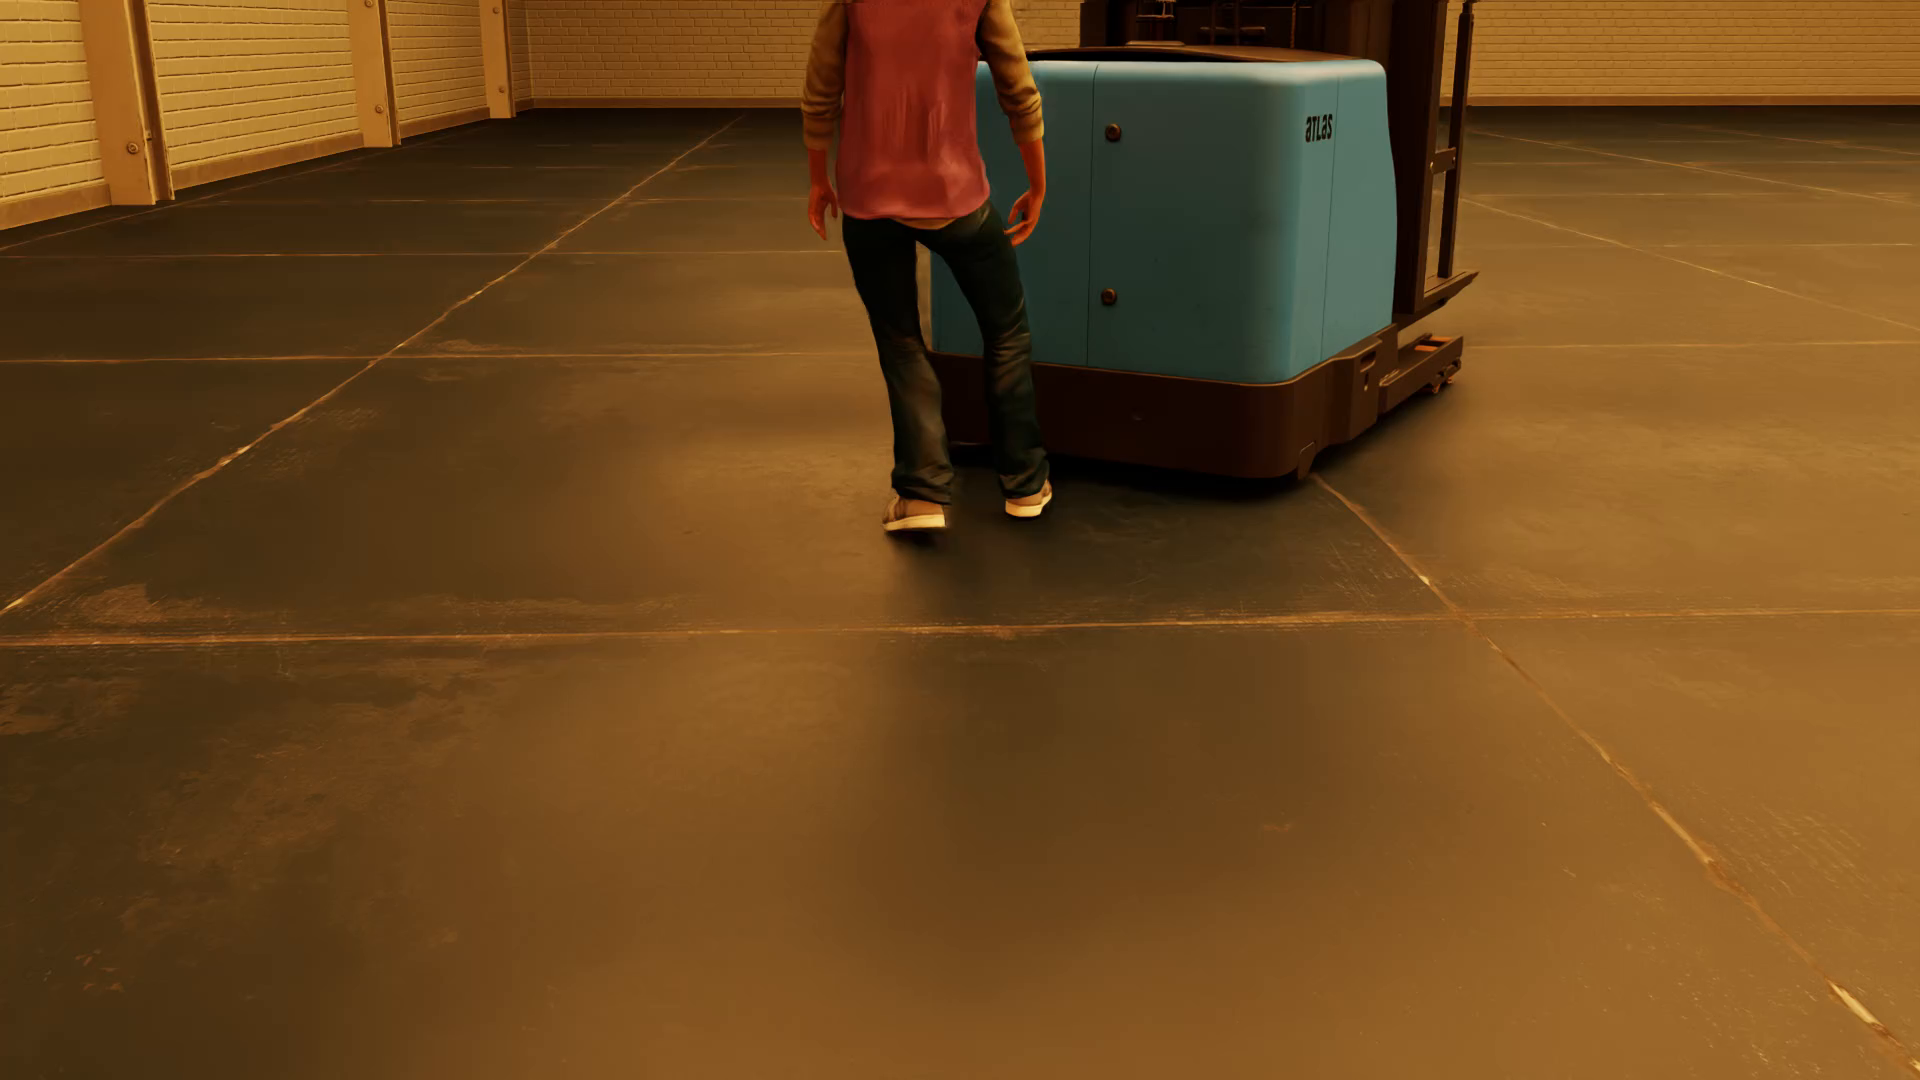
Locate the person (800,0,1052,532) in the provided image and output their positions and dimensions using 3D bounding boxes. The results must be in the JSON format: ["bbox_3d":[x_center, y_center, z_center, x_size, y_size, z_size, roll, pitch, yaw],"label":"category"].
[{"bbox_3d":[-0.066,-0.796,3.870,0.573,1.573,0.520,1,17,5],"label":"person"}]

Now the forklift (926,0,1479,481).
[{"bbox_3d":[1.059,-1.936,5.237,1.130,2.935,3.031,9,19,28],"label":"forklift"}]
